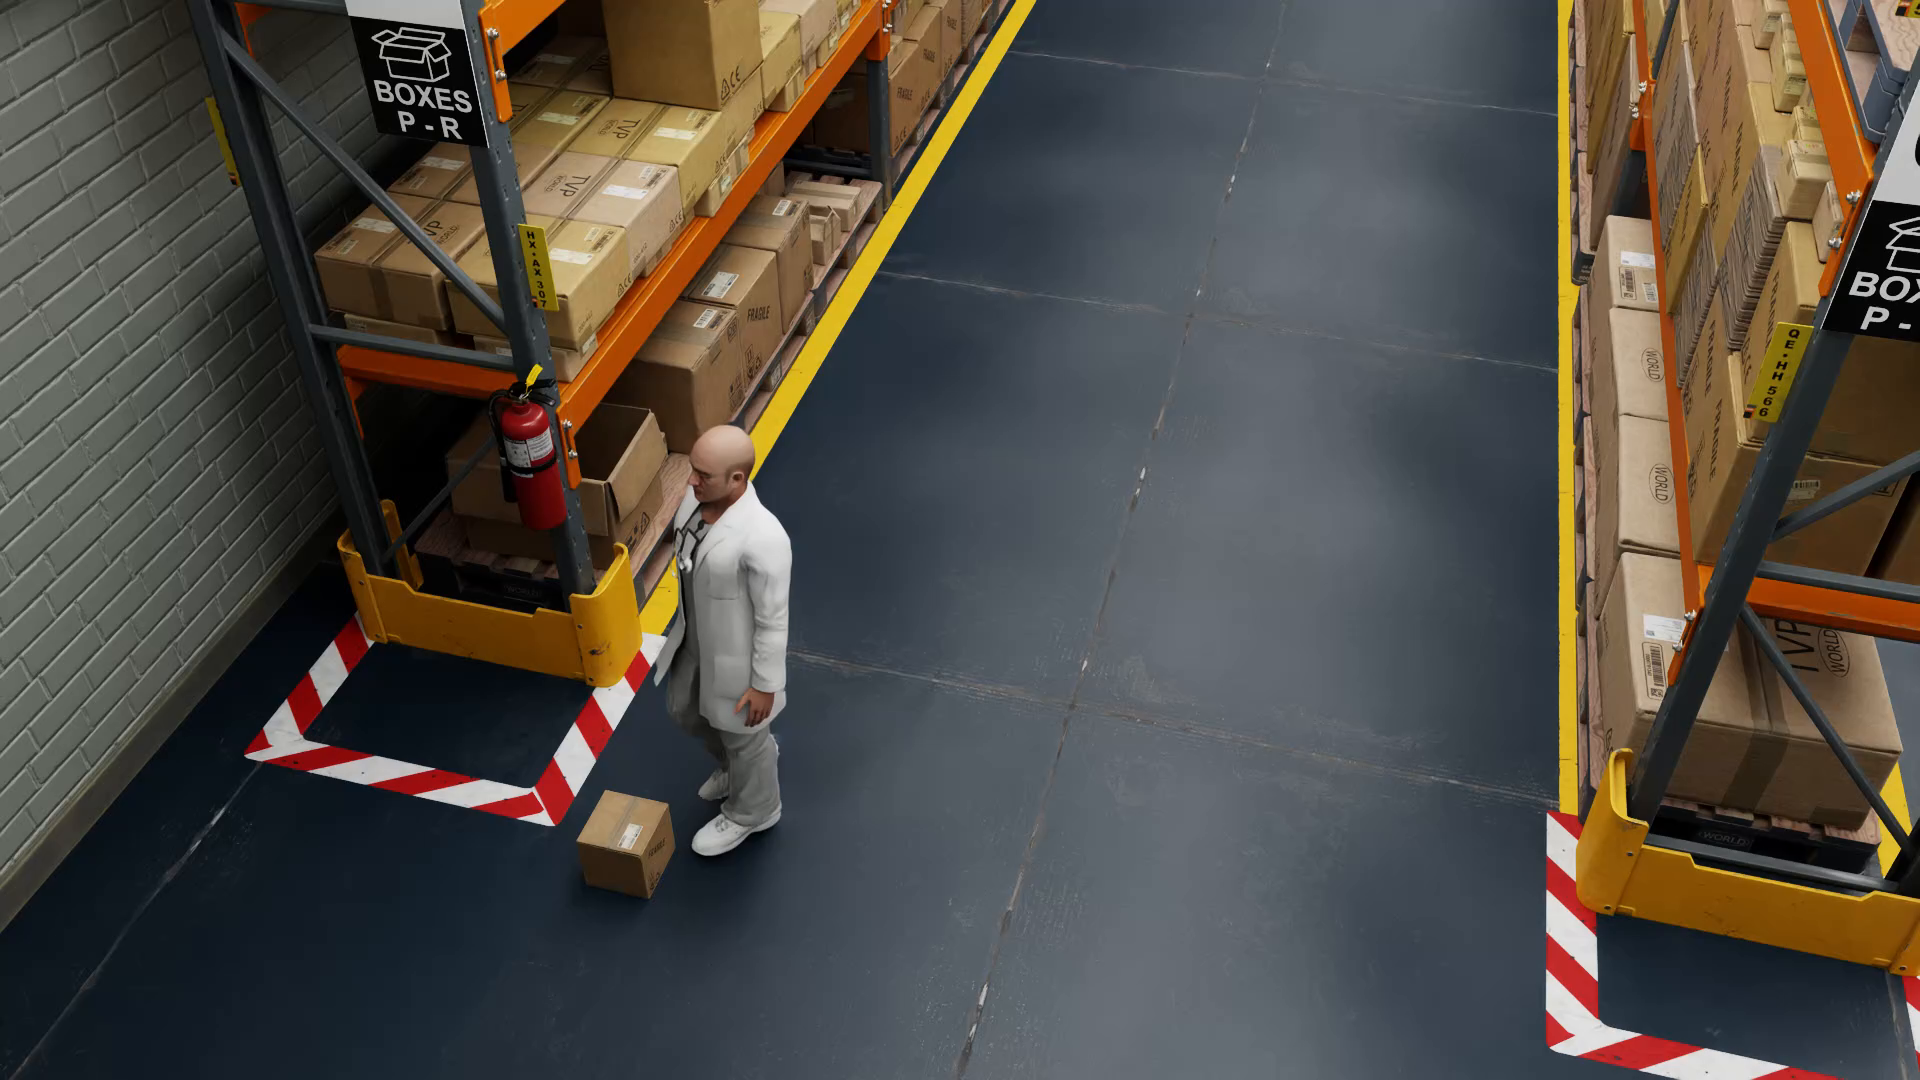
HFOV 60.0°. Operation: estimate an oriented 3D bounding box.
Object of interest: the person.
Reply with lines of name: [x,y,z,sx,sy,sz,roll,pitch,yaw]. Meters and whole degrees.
person: [-0.821,0.395,5.726,0.483,1.830,0.617,-25,46,-26]
